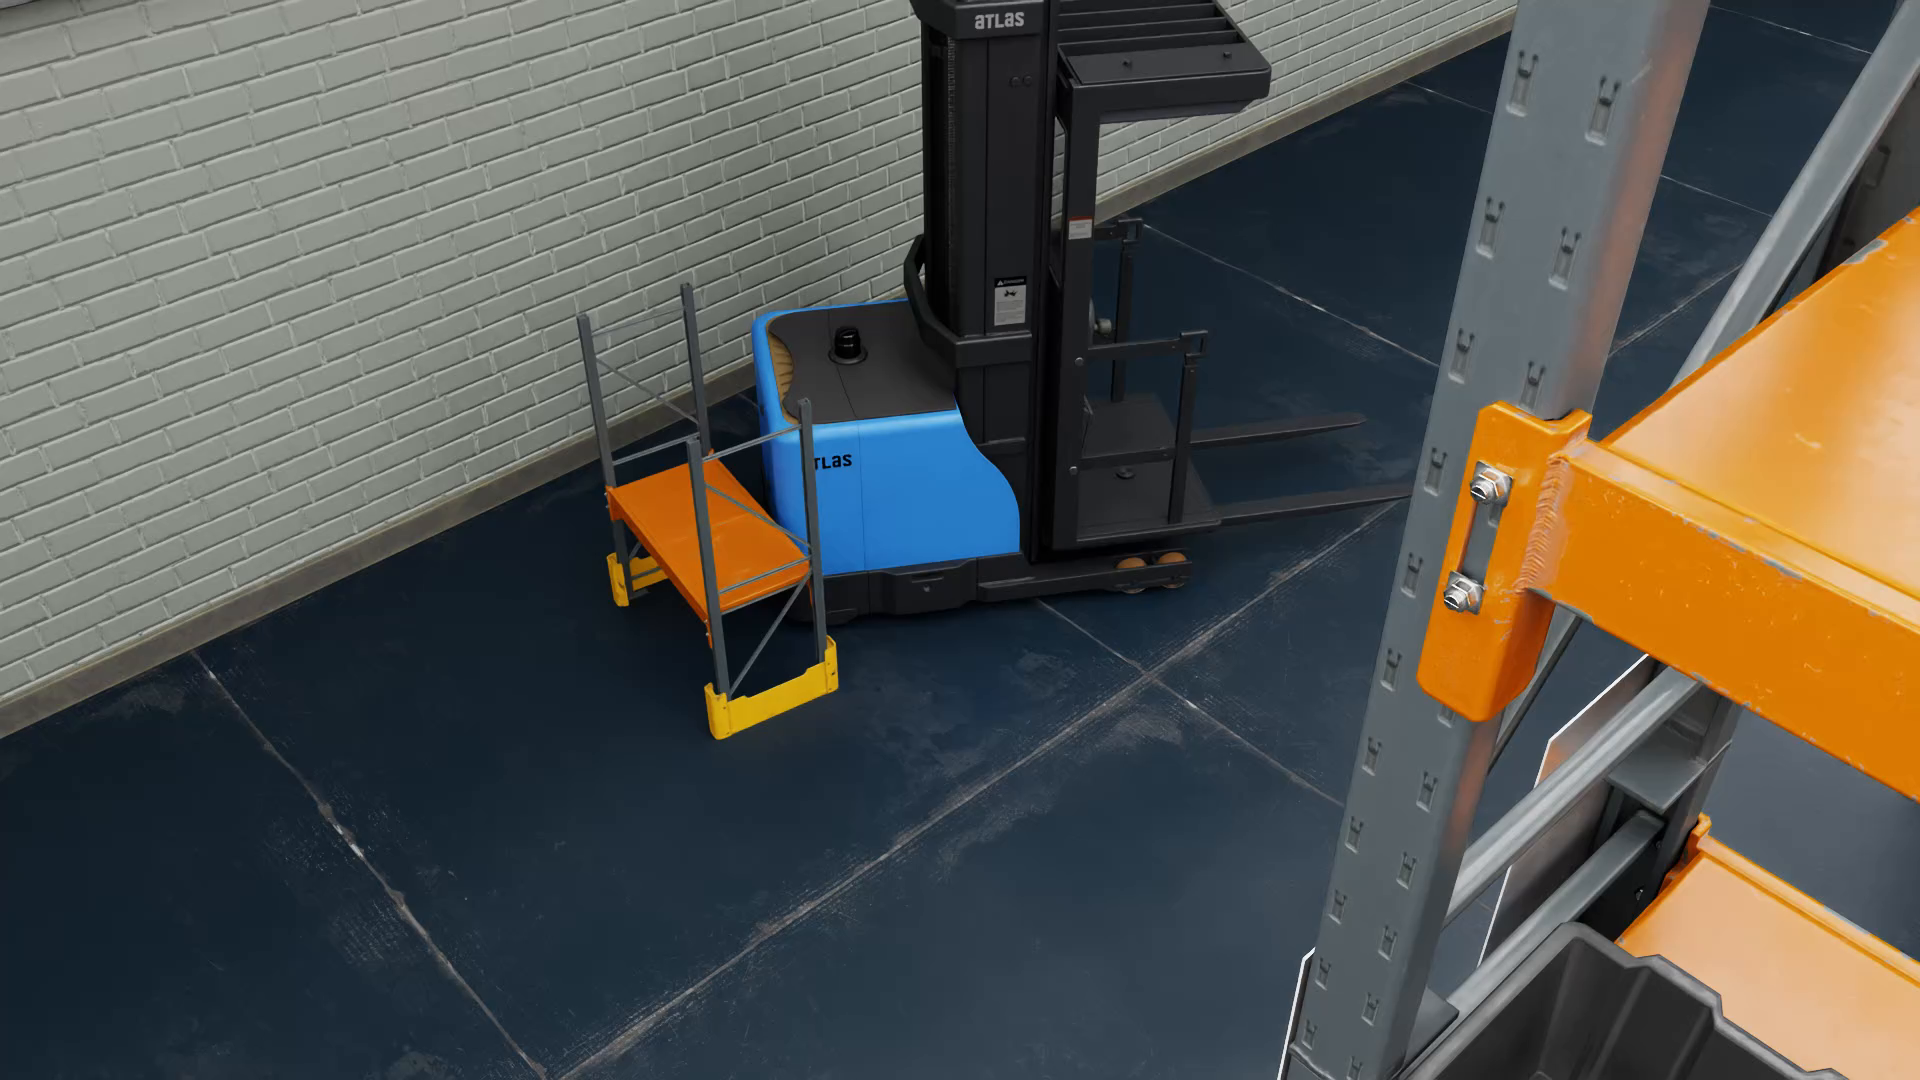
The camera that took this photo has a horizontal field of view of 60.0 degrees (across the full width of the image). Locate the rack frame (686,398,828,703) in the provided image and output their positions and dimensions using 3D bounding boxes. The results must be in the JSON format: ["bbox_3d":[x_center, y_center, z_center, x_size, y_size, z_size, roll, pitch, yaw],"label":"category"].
[{"bbox_3d":[-0.775,0.143,6.587,0.500,1.500,0.032,-22,44,-25],"label":"rack frame"}]

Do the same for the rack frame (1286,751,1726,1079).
[{"bbox_3d":[0.866,1.694,3.474,1.000,3.000,0.127,-30,48,-32],"label":"rack frame"}]

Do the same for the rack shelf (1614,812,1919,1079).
[{"bbox_3d":[2.218,1.732,1.611,1.077,0.370,4.000,-30,48,-32],"label":"rack shelf"}]

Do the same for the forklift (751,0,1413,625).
[{"bbox_3d":[0.611,-1.215,7.129,3.031,2.935,1.130,-7,39,-9],"label":"forklift"}]

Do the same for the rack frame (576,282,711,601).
[{"bbox_3d":[-1.325,-0.395,7.252,0.500,1.500,0.032,-22,44,-25],"label":"rack frame"}]

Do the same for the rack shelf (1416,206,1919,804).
[{"bbox_3d":[2.218,0.721,0.794,1.077,0.370,4.000,-30,48,-32],"label":"rack shelf"}]

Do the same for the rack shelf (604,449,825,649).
[{"bbox_3d":[-1.050,0.014,7.033,0.538,0.185,1.000,-22,44,-25],"label":"rack shelf"}]

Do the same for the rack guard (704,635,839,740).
[{"bbox_3d":[-0.786,0.619,6.993,0.587,0.250,0.087,-22,44,-25],"label":"rack guard"}]

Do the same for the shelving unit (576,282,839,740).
[{"bbox_3d":[-1.055,-0.131,6.926,0.587,1.500,1.083,-22,44,-25],"label":"shelving unit"}]

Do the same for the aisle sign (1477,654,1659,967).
[{"bbox_3d":[1.033,0.524,2.852,0.394,0.787,0.004,-30,48,-32],"label":"aisle sign"}]

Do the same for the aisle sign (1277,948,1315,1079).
[{"bbox_3d":[0.598,0.775,2.542,0.394,0.787,0.004,-30,48,-32],"label":"aisle sign"}]

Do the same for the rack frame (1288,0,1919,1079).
[{"bbox_3d":[0.866,-0.640,1.589,1.000,3.000,0.127,-30,48,-32],"label":"rack frame"}]

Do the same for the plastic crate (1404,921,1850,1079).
[{"bbox_3d":[0.921,0.874,2.205,0.497,0.269,0.590,-30,48,-32],"label":"plastic crate"}]

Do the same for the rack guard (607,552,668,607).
[{"bbox_3d":[-1.324,0.092,7.644,0.587,0.250,0.087,-22,44,-25],"label":"rack guard"}]
